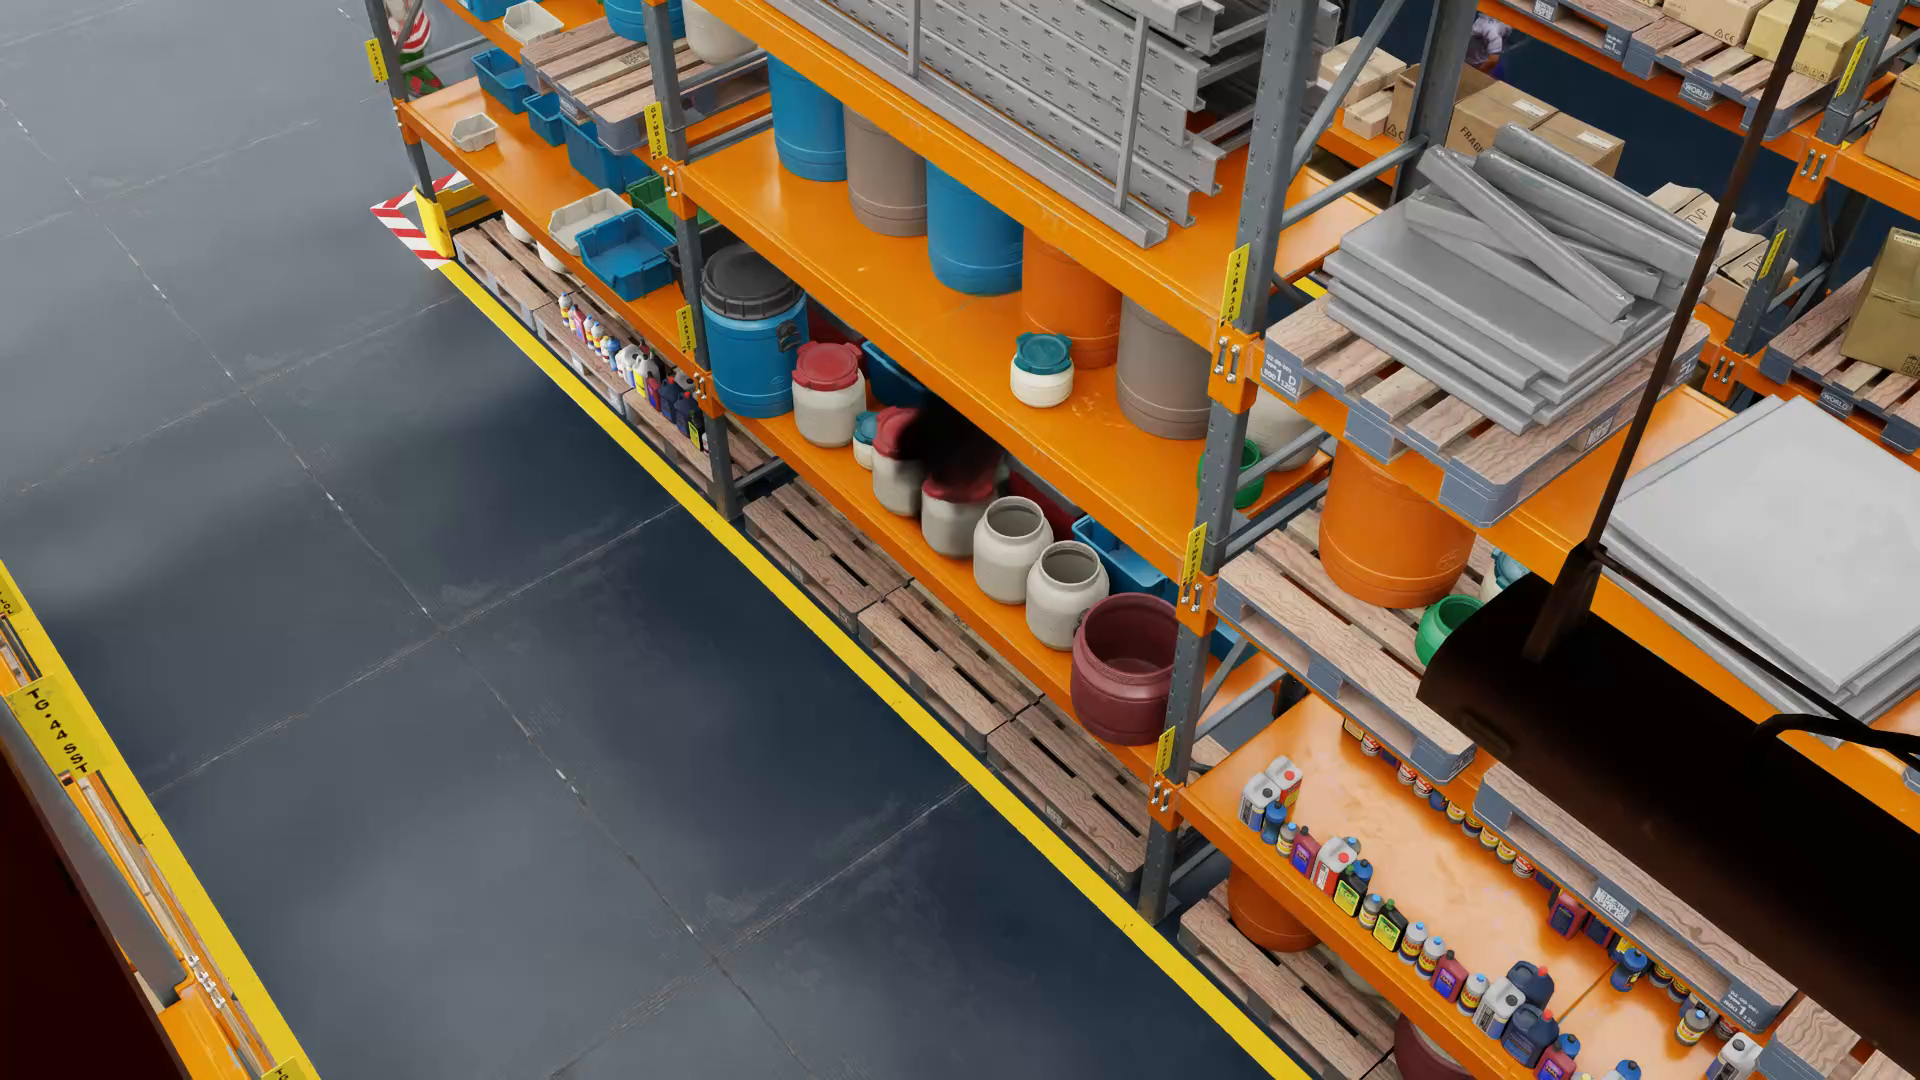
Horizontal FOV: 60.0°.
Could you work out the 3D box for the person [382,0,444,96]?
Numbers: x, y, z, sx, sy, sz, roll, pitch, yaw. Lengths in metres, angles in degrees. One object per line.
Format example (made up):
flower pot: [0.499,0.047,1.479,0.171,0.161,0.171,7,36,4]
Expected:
person: [-4.603,-4.158,13.752,0.561,1.707,0.657,6,47,5]

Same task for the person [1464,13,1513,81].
person: [4.144,-3.689,13.316,0.873,1.648,0.606,35,55,28]
